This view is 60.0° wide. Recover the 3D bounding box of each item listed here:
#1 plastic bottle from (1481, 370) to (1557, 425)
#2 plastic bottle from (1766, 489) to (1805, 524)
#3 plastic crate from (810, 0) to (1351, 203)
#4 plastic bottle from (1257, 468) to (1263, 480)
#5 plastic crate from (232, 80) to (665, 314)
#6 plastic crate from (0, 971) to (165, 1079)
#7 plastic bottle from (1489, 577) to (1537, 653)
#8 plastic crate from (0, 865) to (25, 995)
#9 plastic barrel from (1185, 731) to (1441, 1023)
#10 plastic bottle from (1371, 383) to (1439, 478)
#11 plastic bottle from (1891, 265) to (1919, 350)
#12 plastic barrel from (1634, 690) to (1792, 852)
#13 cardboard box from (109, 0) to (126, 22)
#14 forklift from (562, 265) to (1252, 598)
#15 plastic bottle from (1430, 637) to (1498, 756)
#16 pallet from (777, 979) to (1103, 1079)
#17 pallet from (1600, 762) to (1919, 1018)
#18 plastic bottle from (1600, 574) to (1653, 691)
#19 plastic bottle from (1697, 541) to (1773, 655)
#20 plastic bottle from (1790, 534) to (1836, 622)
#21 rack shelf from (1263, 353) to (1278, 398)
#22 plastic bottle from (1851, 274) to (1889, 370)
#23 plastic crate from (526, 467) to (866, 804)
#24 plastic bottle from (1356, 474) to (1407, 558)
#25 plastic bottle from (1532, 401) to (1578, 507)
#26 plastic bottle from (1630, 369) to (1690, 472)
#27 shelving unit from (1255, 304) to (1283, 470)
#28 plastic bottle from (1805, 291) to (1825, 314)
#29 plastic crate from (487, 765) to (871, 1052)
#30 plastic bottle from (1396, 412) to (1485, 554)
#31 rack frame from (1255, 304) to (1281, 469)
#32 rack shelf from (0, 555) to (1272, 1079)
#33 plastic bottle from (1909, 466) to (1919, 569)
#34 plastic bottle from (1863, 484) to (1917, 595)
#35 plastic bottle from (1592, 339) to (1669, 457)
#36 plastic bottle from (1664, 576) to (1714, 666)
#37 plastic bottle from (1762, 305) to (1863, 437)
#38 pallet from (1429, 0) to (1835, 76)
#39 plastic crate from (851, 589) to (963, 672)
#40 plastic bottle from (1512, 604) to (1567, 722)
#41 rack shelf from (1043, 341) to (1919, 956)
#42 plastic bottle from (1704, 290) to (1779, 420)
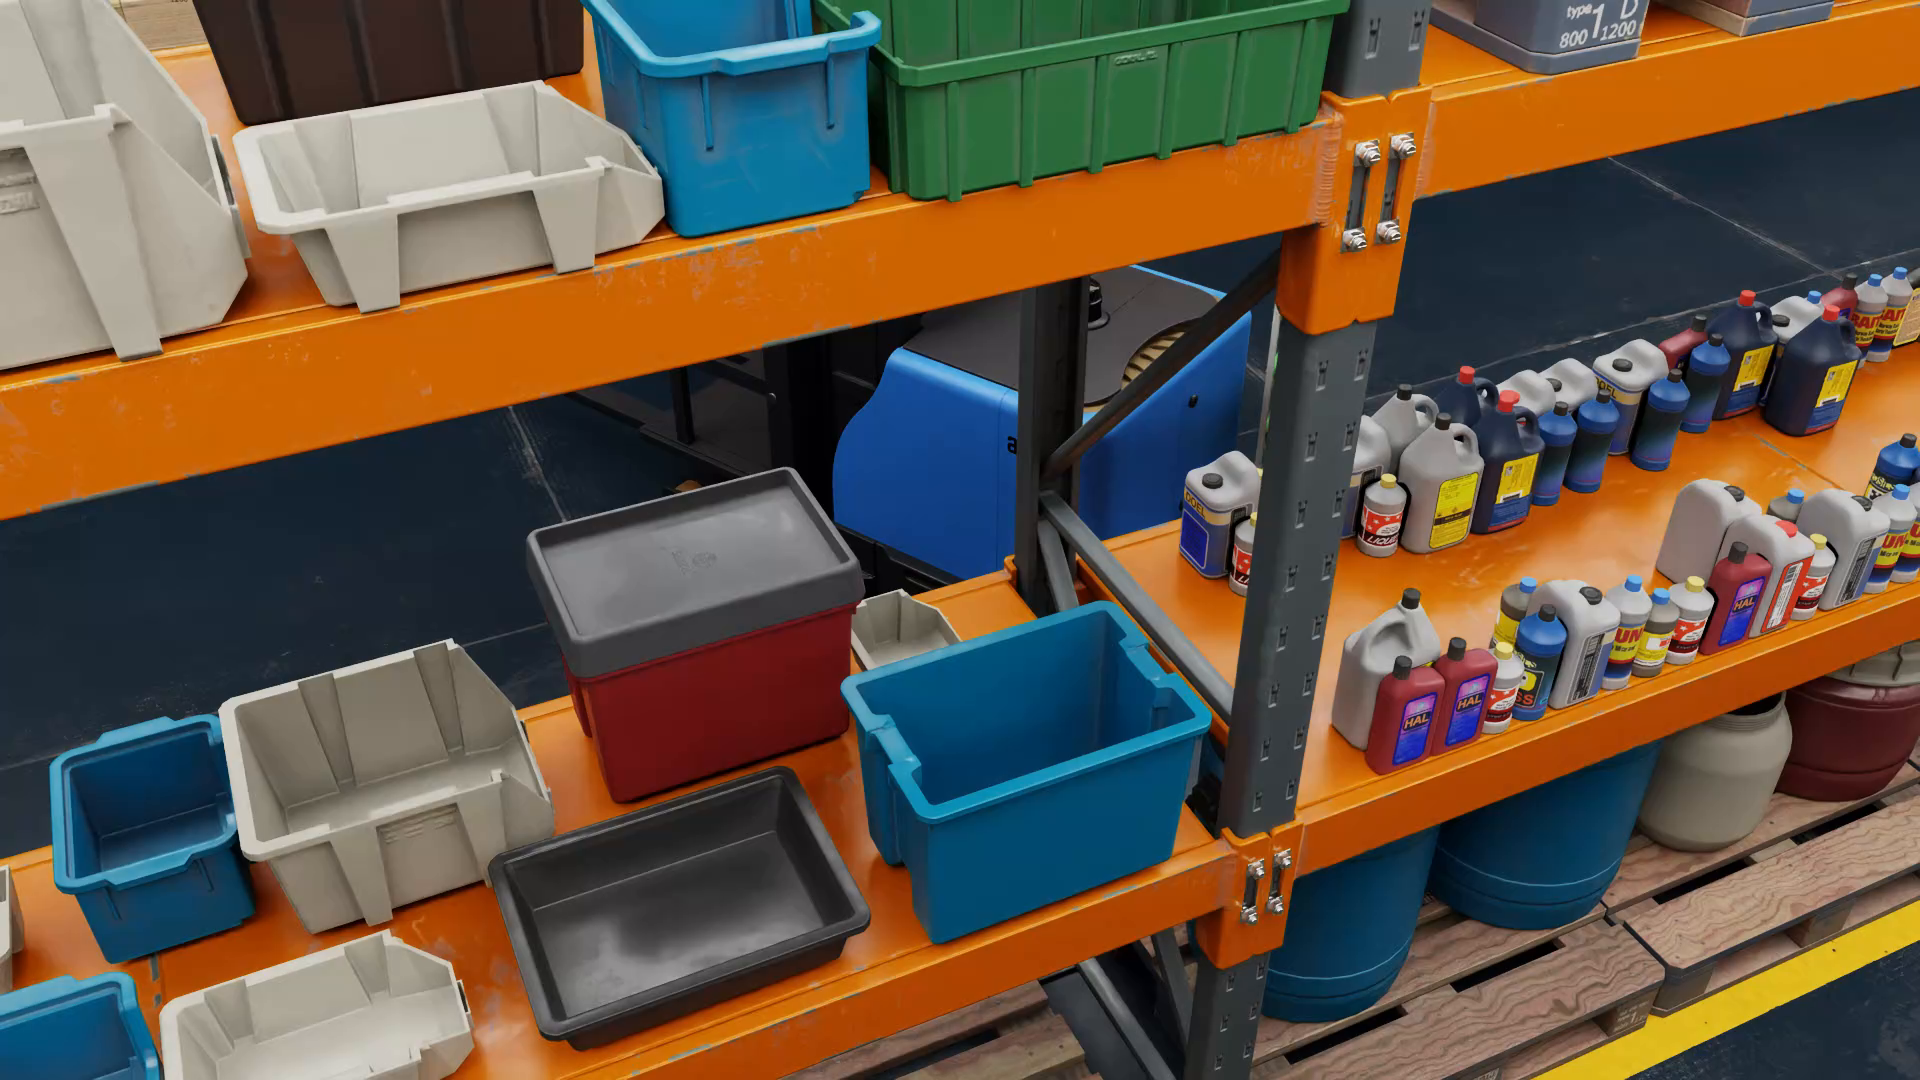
[{"bbox_3d":[1.400,-0.286,4.222,0.135,0.276,0.152,-16,39,-20],"label":"plastic bottle"},{"bbox_3d":[1.952,-0.029,3.938,0.097,0.201,0.097,0,37,0],"label":"plastic bottle"},{"bbox_3d":[0.138,-0.691,2.324,0.662,0.188,0.450,-16,39,-20],"label":"plastic crate"},{"bbox_3d":[0.706,-0.080,4.007,0.097,0.201,0.097,0,37,0],"label":"plastic bottle"},{"bbox_3d":[-0.597,-0.414,1.993,0.466,0.136,0.293,-16,39,-20],"label":"plastic crate"},{"bbox_3d":[-1.401,0.920,2.582,0.300,0.233,0.416,-16,39,-20],"label":"plastic crate"},{"bbox_3d":[1.235,0.171,3.668,0.097,0.201,0.097,0,37,0],"label":"plastic bottle"},{"bbox_3d":[-1.796,0.714,2.940,0.250,0.136,0.298,-16,39,-20],"label":"plastic crate"},{"bbox_3d":[0.893,0.704,4.192,0.708,0.901,0.600,-16,39,-20],"label":"plastic barrel"},{"bbox_3d":[1.086,-0.231,4.085,0.185,0.351,0.144,-16,39,-20],"label":"plastic bottle"},{"bbox_3d":[2.717,-0.687,4.757,0.133,0.283,0.061,-16,39,-20],"label":"plastic bottle"},{"bbox_3d":[2.083,0.586,4.678,0.421,0.512,0.421,0,37,0],"label":"plastic barrel"},{"bbox_3d":[-3.389,-1.931,6.211,0.500,0.250,0.500,-16,40,-21],"label":"cardboard box"},{"bbox_3d":[-0.504,-1.397,5.673,3.031,2.935,1.130,24,43,28],"label":"forklift"},{"bbox_3d":[1.027,0.308,3.414,0.133,0.283,0.061,-16,39,-20],"label":"plastic bottle"},{"bbox_3d":[-0.256,1.485,4.070,1.213,0.211,1.003,-16,39,-20],"label":"pallet"},{"bbox_3d":[2.215,0.794,5.002,1.213,0.211,1.003,-16,39,-20],"label":"pallet"},{"bbox_3d":[1.422,0.191,3.583,0.097,0.271,0.097,0,37,0],"label":"plastic bottle"},{"bbox_3d":[1.710,0.117,3.672,0.133,0.283,0.061,-16,39,-20],"label":"plastic bottle"},{"bbox_3d":[1.929,0.077,3.795,0.097,0.201,0.097,0,37,0],"label":"plastic bottle"},{"bbox_3d":[1.254,-0.629,5.795,0.258,0.148,0.480,16,39,20],"label":"rack shelf"},{"bbox_3d":[2.532,-0.619,4.675,0.097,0.271,0.097,0,37,0],"label":"plastic bottle"},{"bbox_3d":[-0.522,0.199,3.360,0.583,0.464,0.402,-16,39,-20],"label":"plastic crate"},{"bbox_3d":[1.013,-0.066,3.988,0.097,0.201,0.097,0,37,0],"label":"plastic bottle"},{"bbox_3d":[1.470,-0.222,4.139,0.097,0.271,0.097,0,37,0],"label":"plastic bottle"},{"bbox_3d":[1.801,-0.315,4.264,0.097,0.271,0.097,0,37,0],"label":"plastic bottle"},{"bbox_3d":[1.254,-0.487,5.900,0.258,1.200,0.503,16,39,20],"label":"shelving unit"},{"bbox_3d":[2.323,-0.561,4.596,0.097,0.271,0.097,0,37,0],"label":"plastic bottle"},{"bbox_3d":[-0.506,0.673,3.006,0.590,0.125,0.437,-16,39,-20],"label":"plastic crate"},{"bbox_3d":[1.147,-0.153,3.980,0.185,0.351,0.144,-16,39,-20],"label":"plastic bottle"},{"bbox_3d":[1.147,-0.356,5.723,0.240,1.200,0.015,16,39,20],"label":"rack frame"},{"bbox_3d":[-1.417,0.953,3.051,4.000,0.370,1.077,-16,39,-20],"label":"rack shelf"},{"bbox_3d":[2.345,-0.114,3.928,0.185,0.351,0.144,-16,39,-20],"label":"plastic bottle"},{"bbox_3d":[2.139,-0.010,3.853,0.097,0.271,0.097,0,37,0],"label":"plastic bottle"},{"bbox_3d":[1.731,-0.379,4.347,0.135,0.276,0.152,-16,39,-20],"label":"plastic bottle"},{"bbox_3d":[1.598,0.170,3.670,0.097,0.201,0.097,0,37,0],"label":"plastic bottle"},{"bbox_3d":[2.270,-0.462,4.396,0.185,0.351,0.144,-16,39,-20],"label":"plastic bottle"},{"bbox_3d":[1.061,-1.222,3.020,1.003,0.211,1.213,-16,39,-20],"label":"pallet"},{"bbox_3d":[-0.089,0.281,3.525,0.243,0.136,0.396,-16,39,-20],"label":"plastic crate"},{"bbox_3d":[1.212,0.250,3.504,0.097,0.271,0.097,0,37,0],"label":"plastic bottle"},{"bbox_3d":[2.204,-0.059,4.416,4.000,0.370,1.077,-16,39,-20],"label":"rack shelf"},{"bbox_3d":[2.083,-0.510,4.461,0.185,0.351,0.144,-16,39,-20],"label":"plastic bottle"}]
